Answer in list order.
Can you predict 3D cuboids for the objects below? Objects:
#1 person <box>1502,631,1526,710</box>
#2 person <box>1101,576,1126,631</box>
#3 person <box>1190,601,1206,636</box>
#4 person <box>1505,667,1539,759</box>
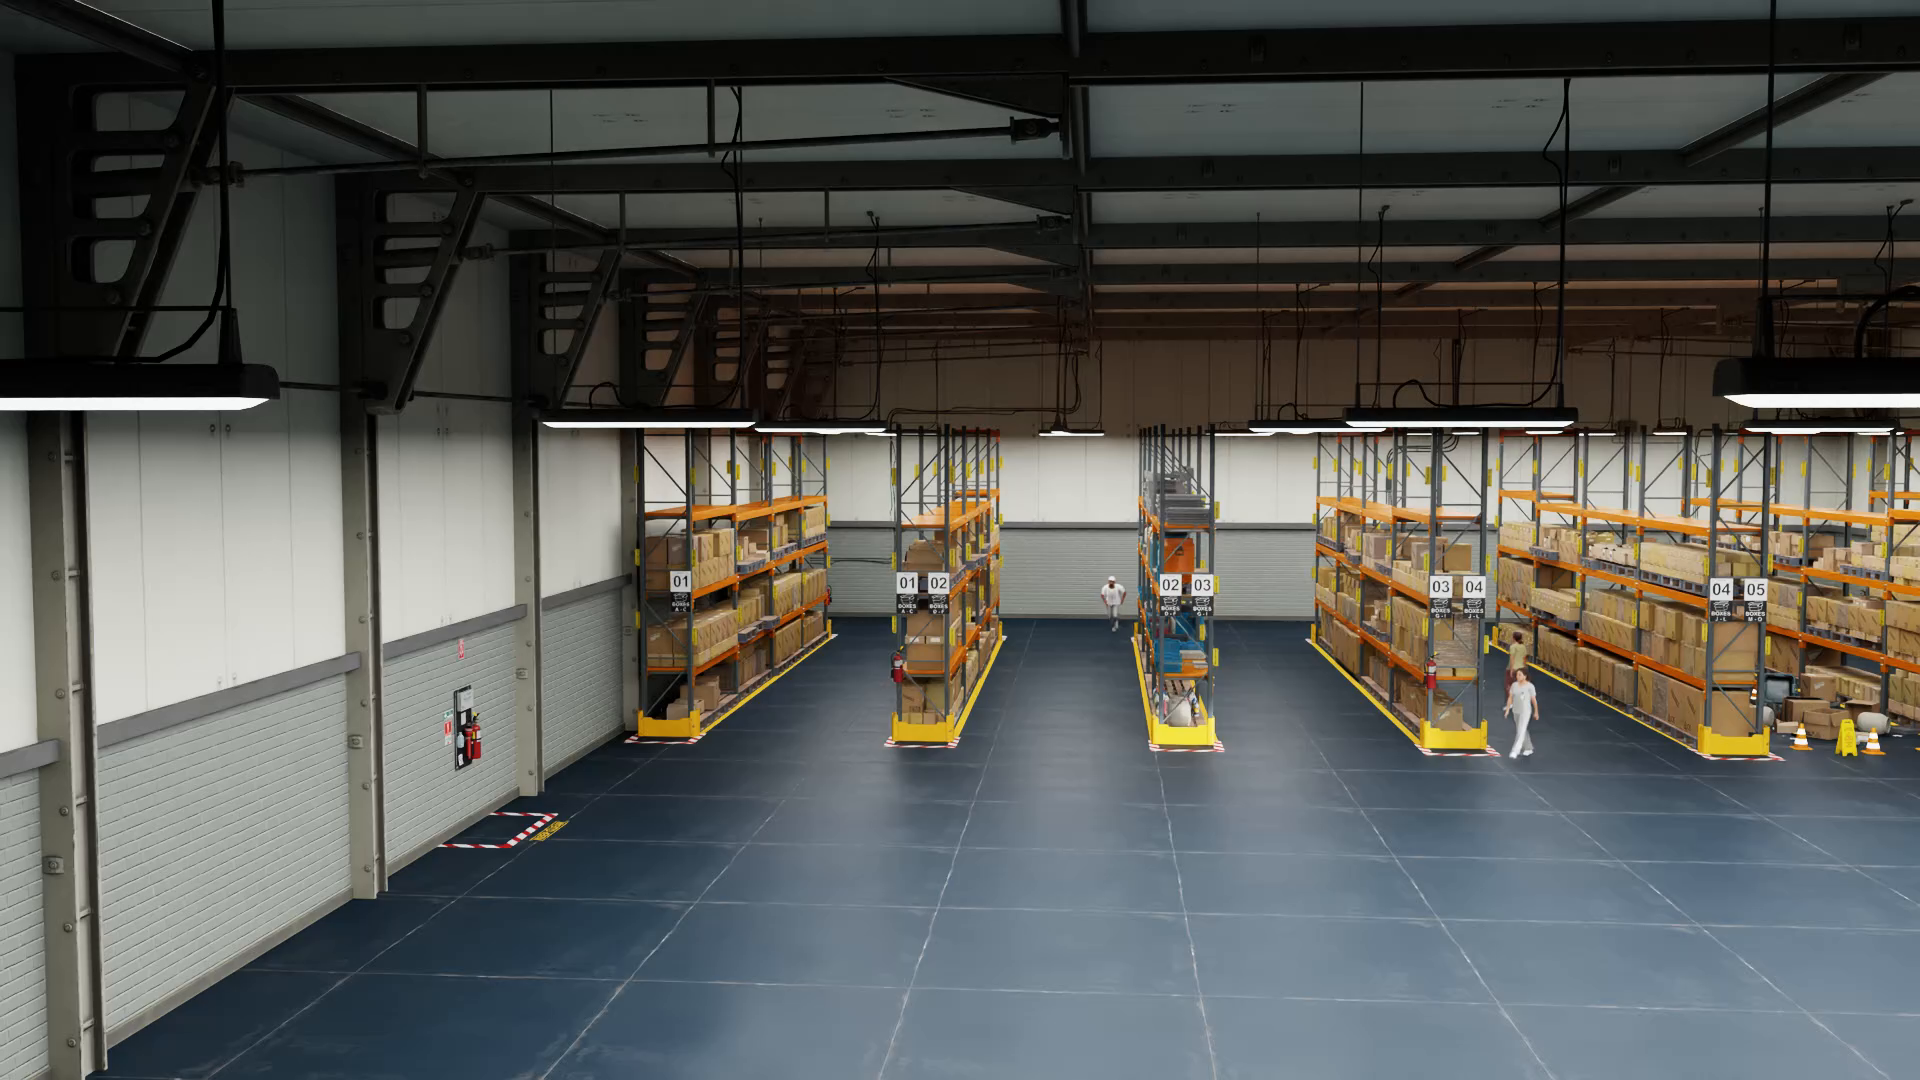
[{"bbox_3d":[11.717,2.788,34.983,0.457,1.714,0.595,0,3,-1],"label":"person"},{"bbox_3d":[4.553,1.893,49.278,0.738,1.667,0.693,1,4,17],"label":"person"},{"bbox_3d":[6.652,1.968,47.961,0.971,1.617,0.445,2,4,31],"label":"person"},{"bbox_3d":[9.985,3.084,29.715,1.017,1.615,0.479,-3,4,-37],"label":"person"}]
